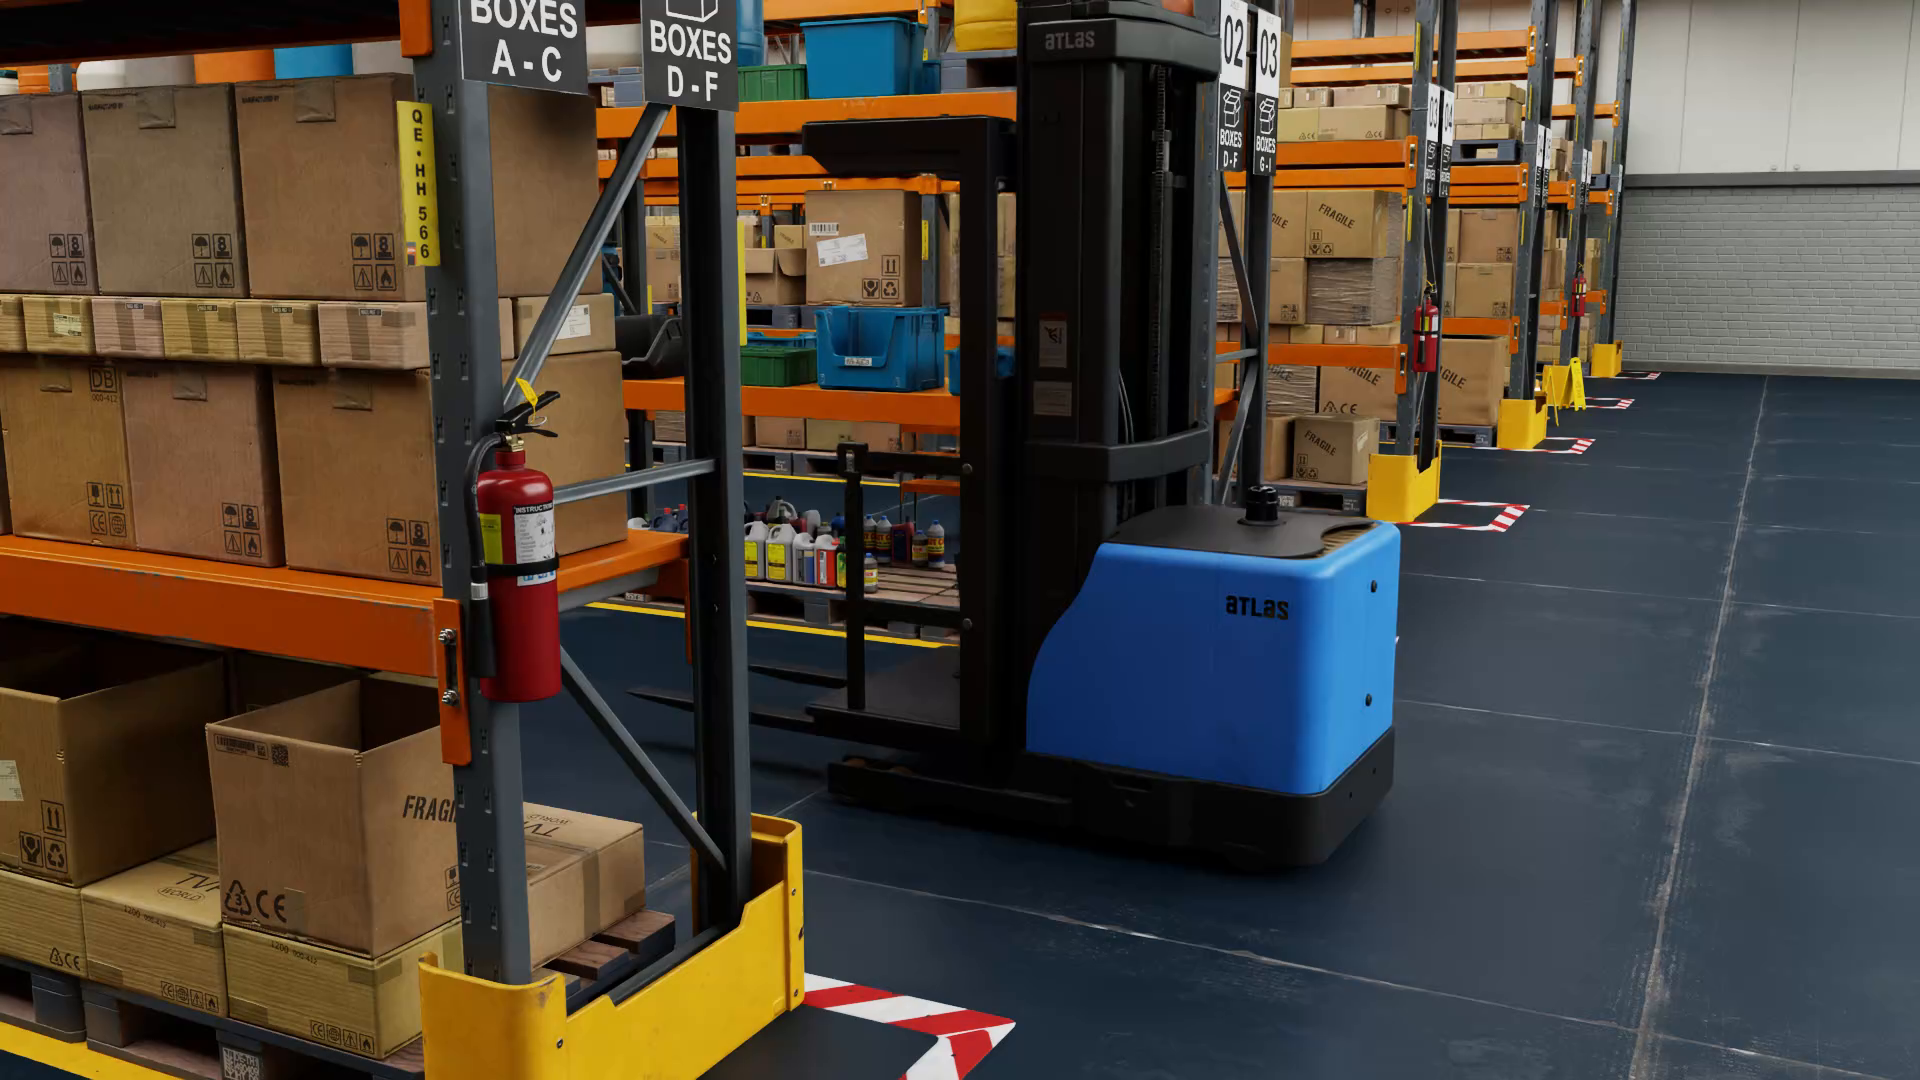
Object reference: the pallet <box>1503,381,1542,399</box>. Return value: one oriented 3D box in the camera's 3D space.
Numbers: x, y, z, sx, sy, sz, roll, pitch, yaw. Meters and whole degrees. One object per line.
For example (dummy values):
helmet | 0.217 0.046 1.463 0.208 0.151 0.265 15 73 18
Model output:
pallet | 7.144 -1.990 22.135 1.213 0.211 1.003 5 11 26

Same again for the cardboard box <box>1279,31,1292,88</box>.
cardboard box | 2.328 -3.782 13.261 0.500 0.500 0.500 5 11 26

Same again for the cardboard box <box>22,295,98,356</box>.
cardboard box | -2.198 -0.572 4.364 0.250 0.149 0.380 5 12 28

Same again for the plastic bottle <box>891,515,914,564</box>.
plastic bottle | -0.334 -0.006 9.735 0.133 0.283 0.061 5 12 27

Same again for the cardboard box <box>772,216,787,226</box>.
cardboard box | -3.005 -5.159 26.904 0.250 0.149 0.380 5 11 25

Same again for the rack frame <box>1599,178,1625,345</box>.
rack frame | 10.118 -4.080 25.850 0.127 3.000 1.000 5 11 26

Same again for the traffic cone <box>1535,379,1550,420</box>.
traffic cone | 6.782 -1.662 19.616 0.334 0.463 0.336 5 11 26

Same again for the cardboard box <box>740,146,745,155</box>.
cardboard box | -2.199 -3.662 15.537 0.500 0.250 0.500 5 12 27

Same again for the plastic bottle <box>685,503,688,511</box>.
plastic bottle | -1.597 -0.114 10.138 0.185 0.351 0.144 5 11 26

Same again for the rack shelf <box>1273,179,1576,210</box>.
rack shelf | 6.131 -4.566 22.136 4.000 0.370 1.077 5 11 26

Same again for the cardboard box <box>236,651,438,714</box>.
cardboard box | -1.678 0.538 4.770 0.500 0.500 0.500 5 11 26

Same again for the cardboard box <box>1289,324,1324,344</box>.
cardboard box | 2.722 -1.601 12.861 0.250 0.149 0.380 5 11 26

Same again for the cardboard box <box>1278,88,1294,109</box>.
cardboard box | 2.442 -3.334 12.607 0.250 0.149 0.380 5 11 26

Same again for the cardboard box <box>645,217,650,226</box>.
cardboard box | -5.071 -5.231 27.302 0.250 0.149 0.380 5 11 26

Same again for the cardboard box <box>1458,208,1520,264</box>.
cardboard box | 5.510 -3.129 17.143 0.550 0.550 0.875 5 11 26

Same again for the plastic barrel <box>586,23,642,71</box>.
plastic barrel | -1.939 -2.901 9.419 0.421 0.512 0.421 0 10 0

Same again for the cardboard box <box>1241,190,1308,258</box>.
cardboard box | 2.487 -2.434 12.833 0.500 0.500 0.500 5 11 26

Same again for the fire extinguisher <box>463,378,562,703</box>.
fire extinguisher | -0.946 -0.001 3.529 0.183 0.674 0.296 5 11 26

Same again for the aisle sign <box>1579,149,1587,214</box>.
aisle sign | 7.852 -4.515 20.954 0.004 0.787 0.394 5 11 26

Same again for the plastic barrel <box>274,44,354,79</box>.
plastic barrel | -3.964 -3.059 10.382 0.708 0.901 0.600 5 11 26

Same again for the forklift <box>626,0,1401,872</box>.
forklift | 0.084 -0.510 6.319 3.031 2.935 1.130 6 12 28

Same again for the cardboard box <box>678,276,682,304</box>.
cardboard box | -2.233 -2.299 15.250 0.500 0.250 0.500 5 11 24

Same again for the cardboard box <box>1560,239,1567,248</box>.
cardboard box | 9.469 -4.604 25.807 0.250 0.149 0.380 5 11 26

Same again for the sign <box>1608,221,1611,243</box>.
sign | 9.865 -4.681 25.253 0.005 0.325 0.100 5 11 26

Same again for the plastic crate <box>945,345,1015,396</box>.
plastic crate | 0.187 -0.884 8.608 0.408 0.251 0.499 5 11 26

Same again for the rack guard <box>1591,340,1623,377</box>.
rack guard | 10.139 -2.848 26.063 0.348 0.500 1.175 5 11 26

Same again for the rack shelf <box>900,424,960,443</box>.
rack shelf | -0.148 -0.757 11.668 0.480 0.148 0.258 5 11 26

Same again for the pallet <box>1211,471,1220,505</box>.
pallet | 1.669 -0.504 13.922 1.213 0.211 1.003 5 11 26

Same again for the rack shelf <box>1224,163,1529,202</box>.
rack shelf | 4.032 -3.768 17.724 4.000 0.370 1.077 5 11 26

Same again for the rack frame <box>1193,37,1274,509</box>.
rack frame | 1.349 -0.913 8.353 0.127 3.000 1.000 5 11 26

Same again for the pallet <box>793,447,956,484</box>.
pallet | -0.746 -0.708 15.051 1.213 0.211 1.003 5 11 26

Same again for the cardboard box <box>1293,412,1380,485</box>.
cardboard box | 2.988 -0.733 13.195 0.500 0.500 0.500 8 13 36

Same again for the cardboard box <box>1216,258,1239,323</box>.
cardboard box | 2.128 -2.014 13.319 0.500 0.500 0.875 5 11 26

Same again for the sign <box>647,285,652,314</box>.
sign | -1.985 -1.452 10.550 0.005 0.325 0.100 5 11 26

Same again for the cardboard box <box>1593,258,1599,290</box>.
cardboard box | 9.797 -4.212 26.302 0.500 0.500 0.500 5 12 28

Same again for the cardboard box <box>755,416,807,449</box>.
cardboard box | -1.509 -1.142 15.402 0.500 0.500 0.700 4 11 21

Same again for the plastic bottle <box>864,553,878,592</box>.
plastic bottle | -0.492 0.173 8.976 0.097 0.201 0.097 0 10 0

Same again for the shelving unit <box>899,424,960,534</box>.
shelving unit | -0.148 -0.603 11.695 0.503 1.200 0.258 5 11 26

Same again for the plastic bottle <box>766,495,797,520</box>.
plastic bottle | -1.072 -0.096 10.041 0.185 0.351 0.144 5 11 25

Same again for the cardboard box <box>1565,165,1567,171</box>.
cardboard box | 9.241 -5.705 25.652 0.250 0.149 0.380 5 11 24

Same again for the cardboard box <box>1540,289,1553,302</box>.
cardboard box | 7.495 -3.159 21.465 0.250 0.149 0.380 5 12 28

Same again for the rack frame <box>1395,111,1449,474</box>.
rack frame | 3.540 -1.704 12.724 0.127 3.000 1.000 5 11 26

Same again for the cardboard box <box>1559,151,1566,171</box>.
cardboard box | 7.592 -4.918 21.642 0.500 0.250 0.500 5 11 25

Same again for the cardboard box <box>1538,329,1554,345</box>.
cardboard box | 9.098 -3.209 26.177 0.500 0.250 0.500 5 11 25

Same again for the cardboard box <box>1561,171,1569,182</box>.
cardboard box | 7.771 -4.717 21.655 0.250 0.149 0.380 5 11 26

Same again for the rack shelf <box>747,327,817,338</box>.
rack shelf | -1.841 -1.823 15.400 4.000 0.370 1.077 5 11 26

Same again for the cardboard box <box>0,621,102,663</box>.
cardboard box | -2.810 0.544 4.736 0.500 0.500 0.500 5 11 26

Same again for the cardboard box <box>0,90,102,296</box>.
cardboard box | -2.233 -0.933 4.539 0.500 0.500 0.700 5 11 26

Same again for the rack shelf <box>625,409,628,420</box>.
rack shelf | -4.032 -1.032 11.029 4.000 0.370 1.077 5 11 26

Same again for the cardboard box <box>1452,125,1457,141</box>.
cardboard box | 4.921 -4.109 16.833 0.250 0.149 0.380 5 11 27

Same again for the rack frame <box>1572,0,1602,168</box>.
rack frame | 7.925 -6.239 20.934 0.127 3.000 1.000 5 11 26

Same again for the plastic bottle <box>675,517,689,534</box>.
plastic bottle | -1.529 0.003 9.491 0.185 0.351 0.144 4 11 23

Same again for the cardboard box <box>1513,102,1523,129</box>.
cardboard box | 5.506 -4.372 17.166 0.500 0.250 0.500 5 11 26

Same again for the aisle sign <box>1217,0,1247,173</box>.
aisle sign | 1.282 -2.139 7.828 0.004 0.787 0.394 5 11 26

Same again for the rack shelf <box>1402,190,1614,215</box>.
rack shelf | 8.324 -5.360 26.518 4.000 0.370 1.077 5 11 26
